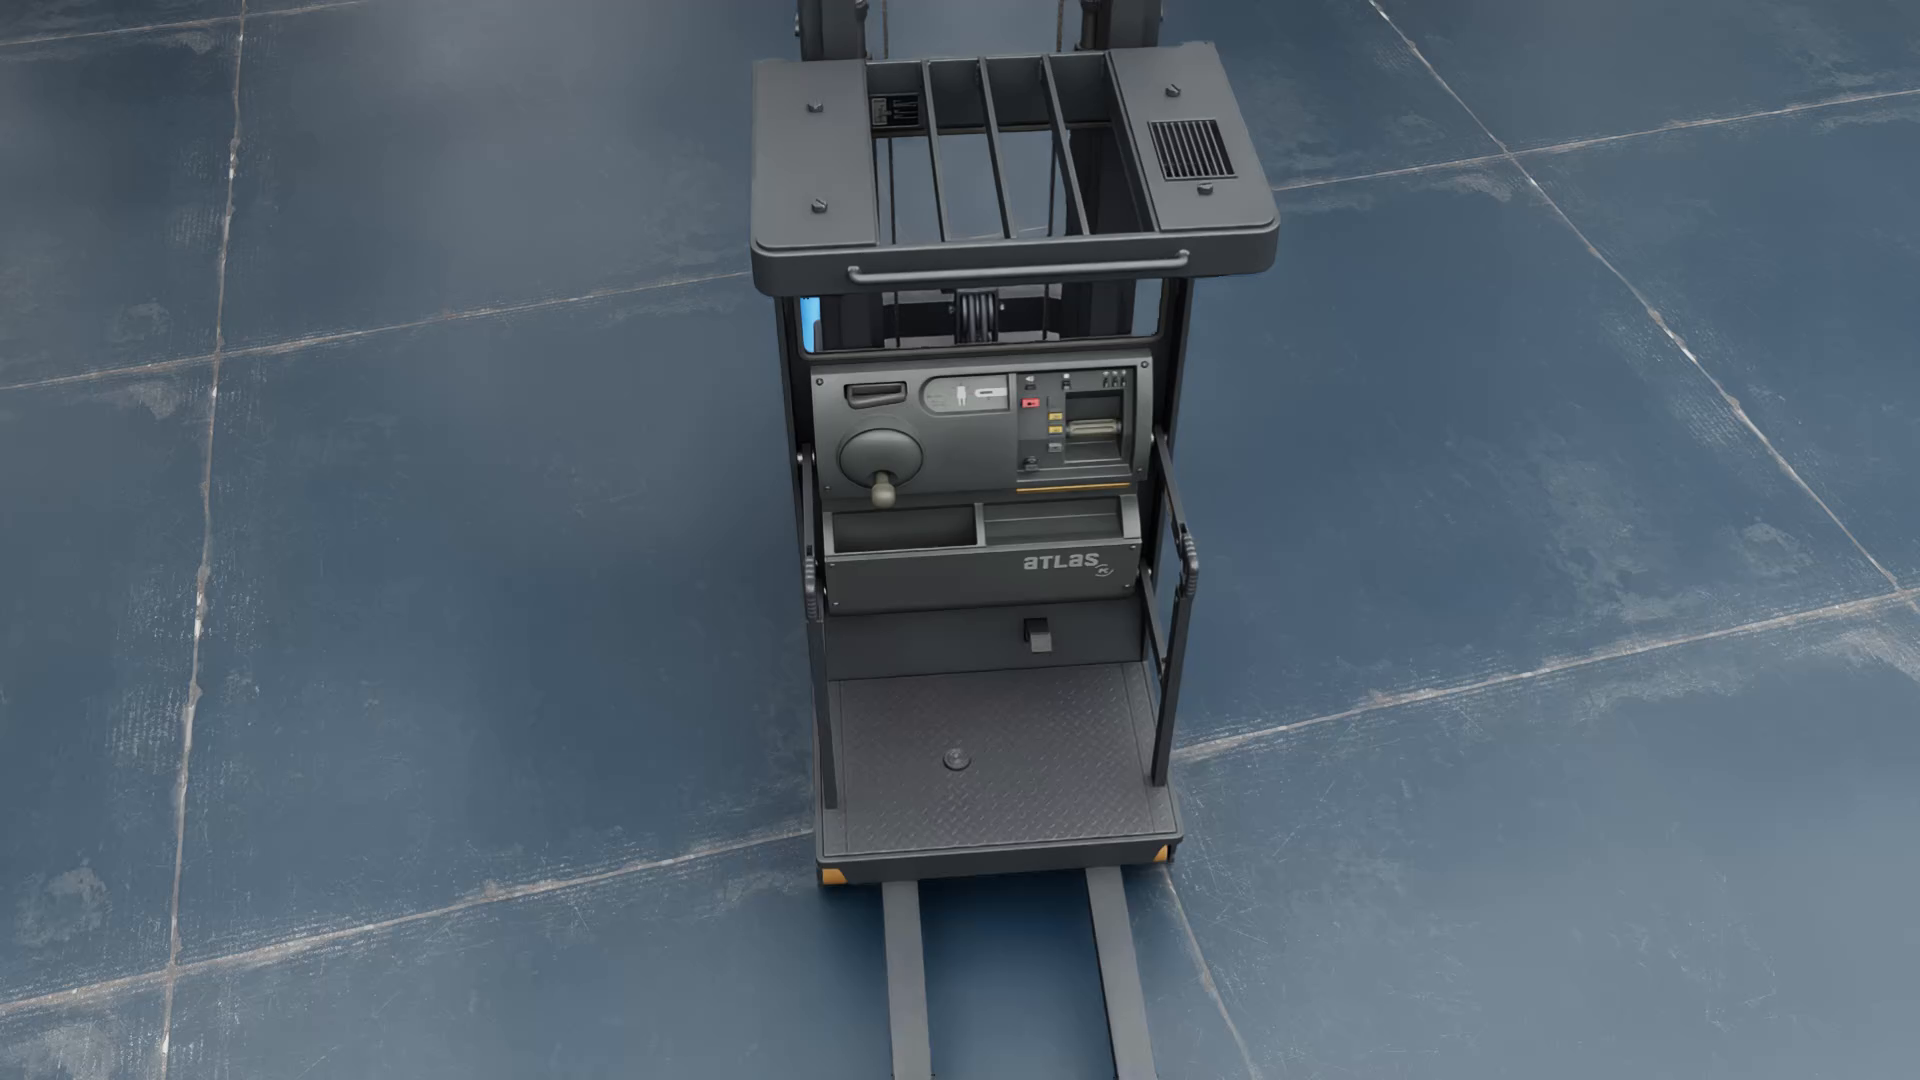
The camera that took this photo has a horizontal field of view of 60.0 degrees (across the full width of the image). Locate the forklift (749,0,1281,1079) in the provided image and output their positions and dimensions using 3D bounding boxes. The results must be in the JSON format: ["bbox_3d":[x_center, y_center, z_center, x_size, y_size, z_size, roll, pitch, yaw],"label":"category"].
[{"bbox_3d":[0.084,-0.209,4.402,1.130,2.935,3.031,-3,46,-3],"label":"forklift"}]
